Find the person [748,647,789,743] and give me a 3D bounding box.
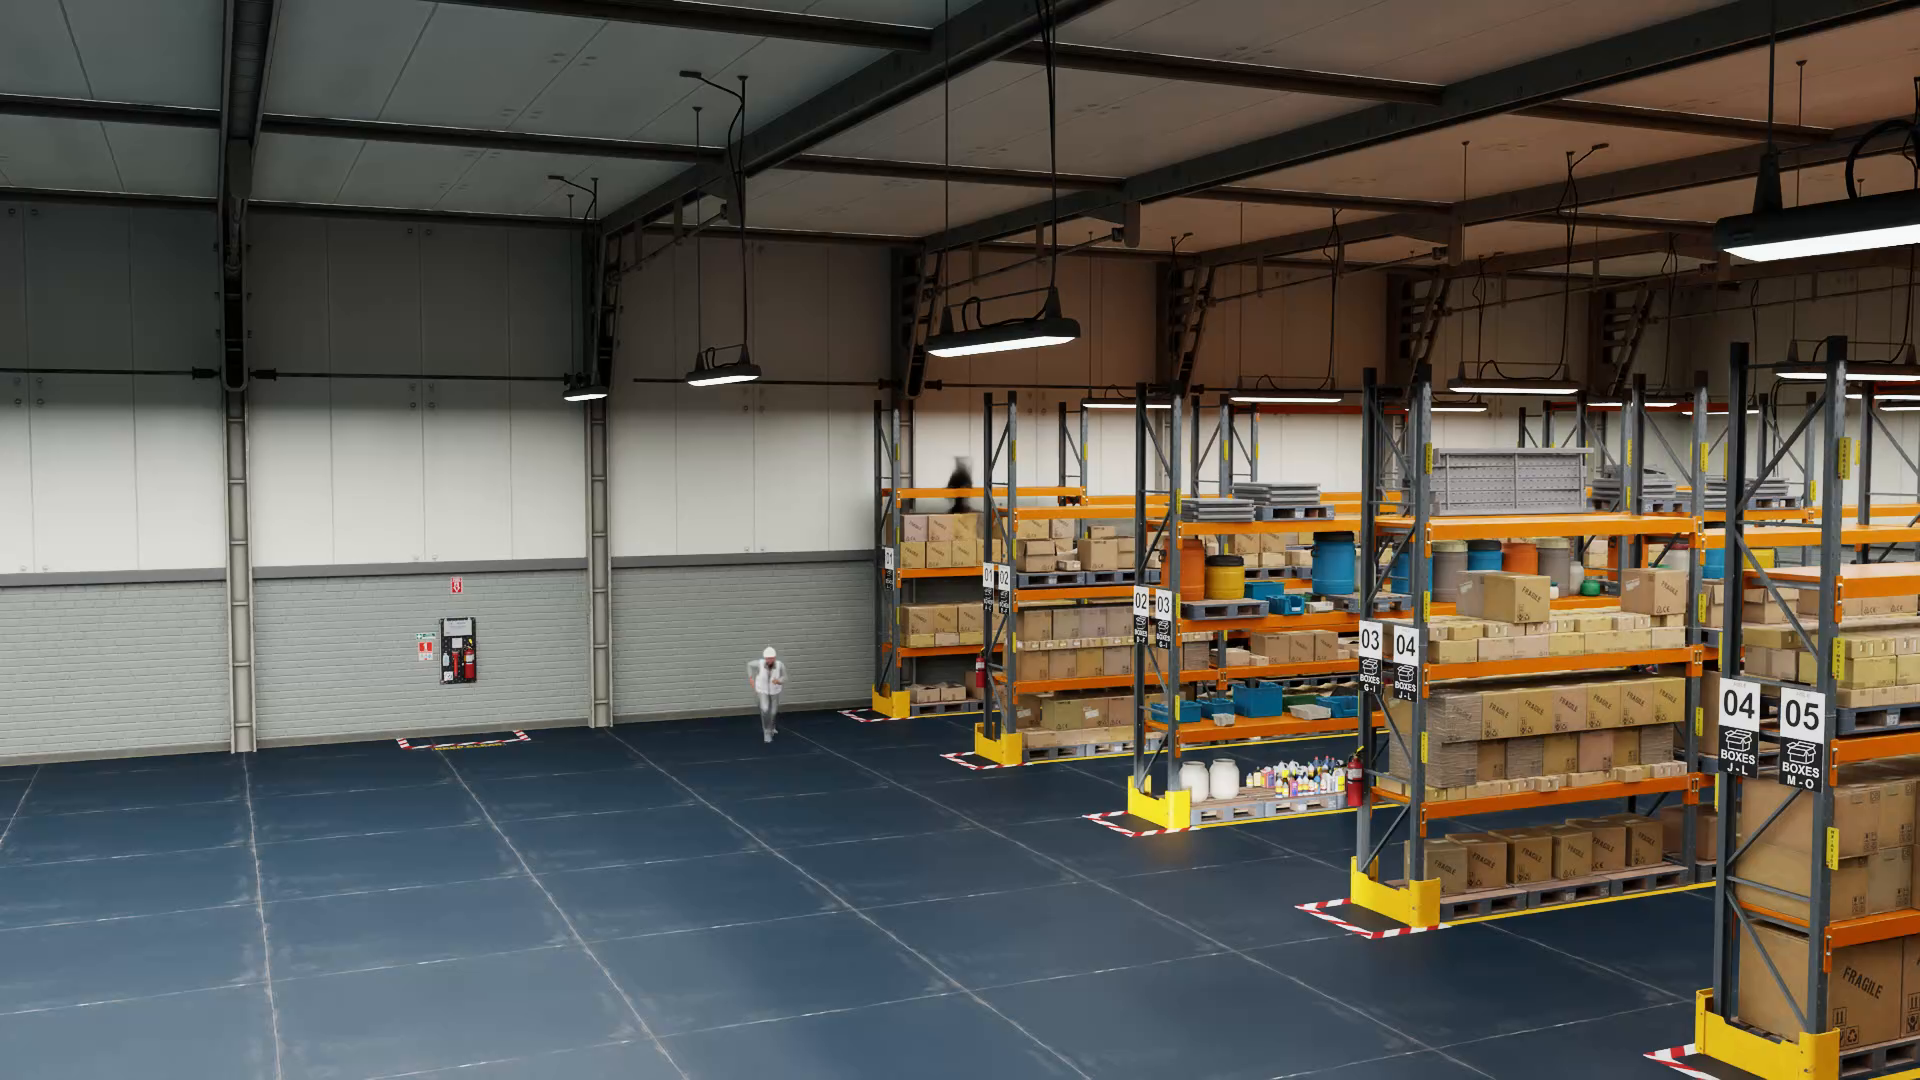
[{"bbox_3d":[-3.332,2.679,28.881,0.696,1.713,1.001,0,3,-8],"label":"person"}]
